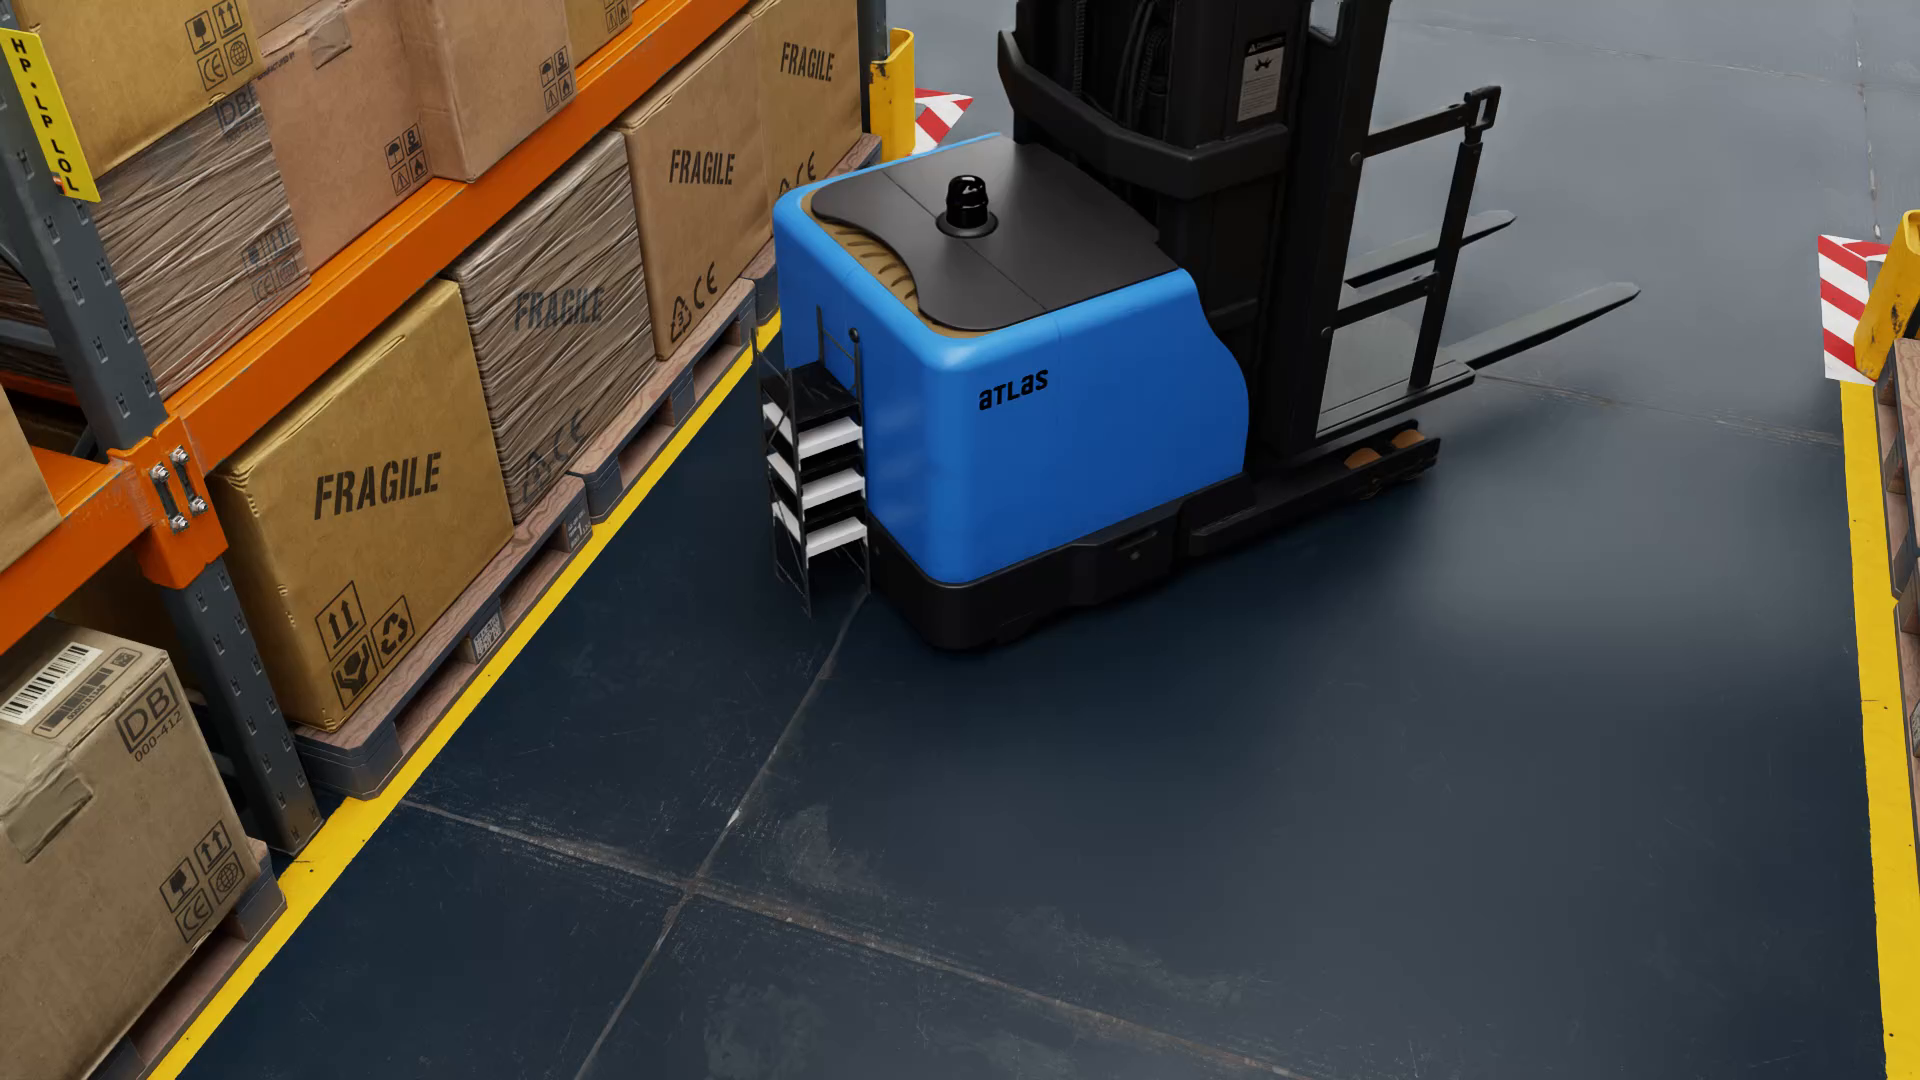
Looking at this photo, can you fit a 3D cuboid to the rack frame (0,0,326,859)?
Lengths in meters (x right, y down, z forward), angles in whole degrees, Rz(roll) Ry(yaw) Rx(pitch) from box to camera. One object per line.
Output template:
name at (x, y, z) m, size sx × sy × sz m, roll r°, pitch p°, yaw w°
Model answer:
rack frame at (-2.160, -0.467, 3.487) m, size 1.000 × 3.000 × 0.127 m, roll 13°, pitch 42°, yaw 15°

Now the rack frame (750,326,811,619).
rack frame at (-0.509, -0.175, 4.761) m, size 0.006 × 0.900 × 0.240 m, roll -21°, pitch 45°, yaw -23°

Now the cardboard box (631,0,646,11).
cardboard box at (-1.353, -2.074, 5.254) m, size 0.875 × 0.550 × 0.550 m, roll 13°, pitch 42°, yaw 15°

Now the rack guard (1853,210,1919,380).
rack guard at (3.808, -0.747, 5.741) m, size 1.175 × 0.500 × 0.348 m, roll 13°, pitch 42°, yaw 15°

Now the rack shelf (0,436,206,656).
rack shelf at (-2.844, 1.026, 2.290) m, size 1.077 × 0.370 × 4.000 m, roll 13°, pitch 42°, yaw 15°

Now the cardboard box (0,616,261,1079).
cardboard box at (-2.287, 0.627, 3.613) m, size 1.050 × 0.750 × 0.750 m, roll 13°, pitch 42°, yaw 15°

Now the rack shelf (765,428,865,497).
rack shelf at (-0.422, -0.252, 4.765) m, size 0.200 × 0.077 × 0.258 m, roll -21°, pitch 45°, yaw -23°

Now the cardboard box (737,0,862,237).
cardboard box at (-0.962, -1.830, 6.397) m, size 0.875 × 0.875 × 0.875 m, roll 14°, pitch 42°, yaw 15°

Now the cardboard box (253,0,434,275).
cardboard box at (-1.878, -1.092, 4.104) m, size 0.875 × 0.550 × 0.550 m, roll 13°, pitch 42°, yaw 15°

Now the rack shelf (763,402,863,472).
rack shelf at (-0.422, -0.320, 4.706) m, size 0.200 × 0.077 × 0.258 m, roll -21°, pitch 45°, yaw -23°

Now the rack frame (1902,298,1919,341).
rack frame at (3.834, -1.744, 4.984) m, size 1.000 × 3.000 × 0.127 m, roll 13°, pitch 42°, yaw 15°

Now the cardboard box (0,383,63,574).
cardboard box at (-2.087, -0.128, 3.011) m, size 0.500 × 0.500 × 0.500 m, roll 13°, pitch 42°, yaw 15°

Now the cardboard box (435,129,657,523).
cardboard box at (-1.574, -0.737, 5.117) m, size 0.875 × 0.875 × 0.875 m, roll 14°, pitch 42°, yaw 15°

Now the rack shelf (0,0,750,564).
rack shelf at (-1.476, -1.413, 5.150) m, size 1.077 × 0.370 × 4.000 m, roll 13°, pitch 42°, yaw 15°

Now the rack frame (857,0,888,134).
rack frame at (-0.792, -2.907, 6.346) m, size 1.000 × 3.000 × 0.127 m, roll 13°, pitch 42°, yaw 15°

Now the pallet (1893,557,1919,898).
pallet at (3.079, 0.592, 4.393) m, size 1.003 × 0.211 × 1.213 m, roll 13°, pitch 42°, yaw 15°

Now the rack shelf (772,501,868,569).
rack shelf at (-0.422, -0.047, 4.940) m, size 0.200 × 0.077 × 0.258 m, roll -21°, pitch 45°, yaw -23°

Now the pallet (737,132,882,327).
pallet at (-0.992, -1.341, 6.659) m, size 1.003 × 0.211 × 1.213 m, roll 13°, pitch 42°, yaw 15°

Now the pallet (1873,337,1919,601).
pallet at (3.497, -0.150, 5.263) m, size 1.003 × 0.211 × 1.213 m, roll 13°, pitch 42°, yaw 15°

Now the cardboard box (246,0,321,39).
cardboard box at (-1.922, -1.514, 3.766) m, size 0.875 × 0.550 × 0.550 m, roll 13°, pitch 42°, yaw 15°

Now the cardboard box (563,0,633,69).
cardboard box at (-1.496, -1.741, 4.864) m, size 0.875 × 0.550 × 0.500 m, roll 13°, pitch 42°, yaw 15°

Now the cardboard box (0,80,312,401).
cardboard box at (-2.045, -0.752, 3.705) m, size 0.875 × 0.550 × 0.550 m, roll 13°, pitch 42°, yaw 15°

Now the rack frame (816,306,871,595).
rack frame at (-0.335, -0.243, 4.842) m, size 0.006 × 0.900 × 0.240 m, roll -21°, pitch 45°, yaw -23°

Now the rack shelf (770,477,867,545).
rack shelf at (-0.422, -0.115, 4.882) m, size 0.200 × 0.077 × 0.258 m, roll -21°, pitch 45°, yaw -23°

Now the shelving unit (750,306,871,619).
shelving unit at (-0.422, -0.209, 4.801) m, size 0.210 × 0.900 × 0.258 m, roll -21°, pitch 45°, yaw -23°

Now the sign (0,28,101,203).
sign at (-1.647, -0.763, 3.002) m, size 0.100 × 0.325 × 0.005 m, roll 13°, pitch 42°, yaw 15°

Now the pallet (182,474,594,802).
pallet at (-1.826, 0.147, 4.915) m, size 1.003 × 0.211 × 1.213 m, roll 13°, pitch 42°, yaw 15°

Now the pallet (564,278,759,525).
pallet at (-1.411, -0.599, 5.790) m, size 1.003 × 0.211 × 1.213 m, roll 13°, pitch 42°, yaw 15°

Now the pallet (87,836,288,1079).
pallet at (-2.353, 1.081, 3.820) m, size 1.003 × 0.211 × 1.213 m, roll 13°, pitch 42°, yaw 15°

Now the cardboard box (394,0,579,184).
cardboard box at (-1.583, -1.396, 4.459) m, size 0.875 × 0.550 × 0.550 m, roll 13°, pitch 42°, yaw 15°

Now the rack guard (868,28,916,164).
rack guard at (-0.784, -1.971, 7.175) m, size 1.175 × 0.500 × 0.348 m, roll 13°, pitch 42°, yaw 15°

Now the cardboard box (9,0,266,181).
cardboard box at (-2.001, -1.152, 3.342) m, size 0.875 × 0.550 × 0.550 m, roll 13°, pitch 42°, yaw 15°

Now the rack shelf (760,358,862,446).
rack shelf at (-0.422, -0.389, 4.648) m, size 0.200 × 0.077 × 0.258 m, roll -21°, pitch 45°, yaw -23°

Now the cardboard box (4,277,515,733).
cardboard box at (-1.879, -0.187, 4.471) m, size 0.875 × 0.875 × 0.875 m, roll 14°, pitch 42°, yaw 16°

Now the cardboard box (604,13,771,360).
cardboard box at (-1.261, -1.293, 5.768) m, size 0.875 × 0.875 × 0.875 m, roll 13°, pitch 42°, yaw 14°

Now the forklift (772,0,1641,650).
forklift at (0.974, -1.519, 4.772) m, size 3.031 × 2.935 × 1.130 m, roll -21°, pitch 45°, yaw -23°

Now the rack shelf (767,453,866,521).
rack shelf at (-0.422, -0.184, 4.823) m, size 0.200 × 0.077 × 0.258 m, roll -21°, pitch 45°, yaw -23°
